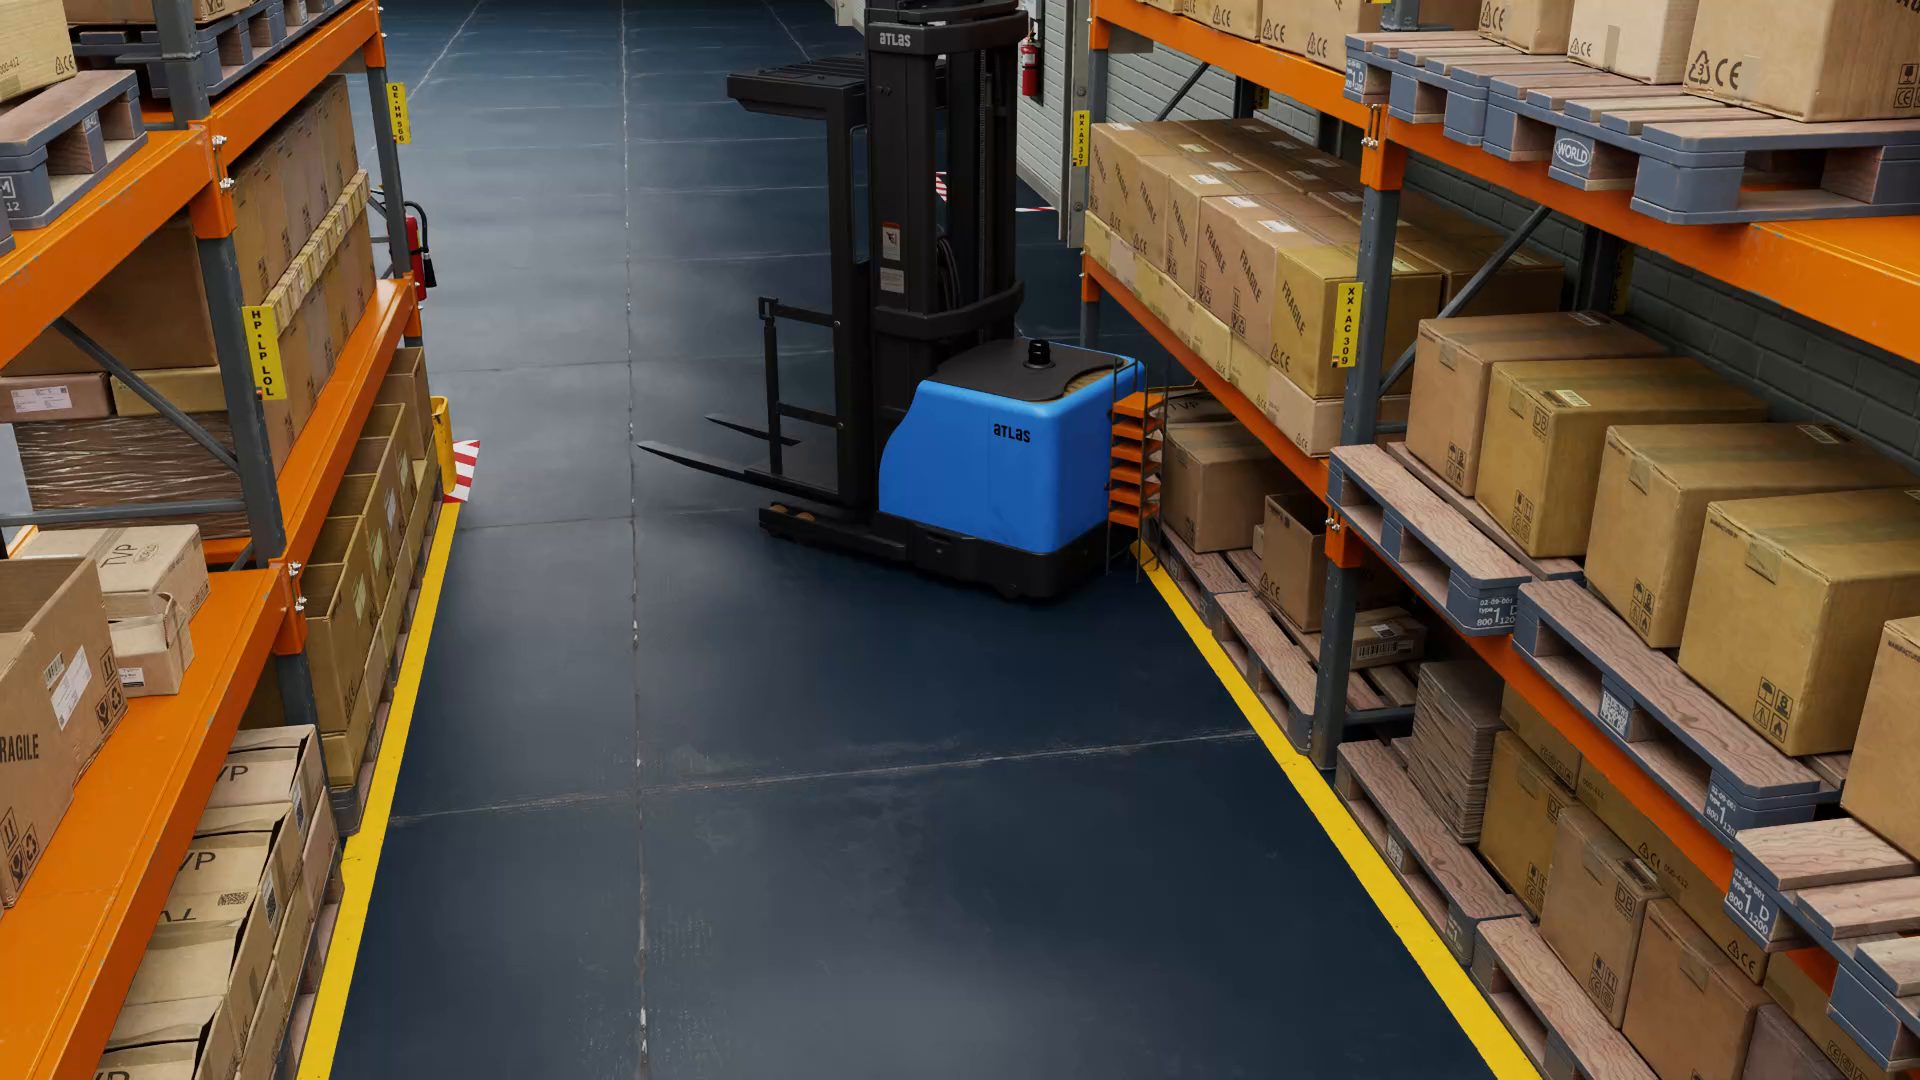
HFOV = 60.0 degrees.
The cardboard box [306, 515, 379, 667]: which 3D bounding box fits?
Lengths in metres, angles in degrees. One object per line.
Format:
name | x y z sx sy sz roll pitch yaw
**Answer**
cardboard box | -2.750 0.234 6.940 0.500 0.500 0.500 -4 24 -10

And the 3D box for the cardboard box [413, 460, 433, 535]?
cardboard box | -3.118 -0.209 8.891 0.500 0.250 0.500 -4 24 -10

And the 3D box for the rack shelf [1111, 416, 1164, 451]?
rack shelf | 0.920 -0.560 8.545 0.180 0.103 0.258 15 28 31

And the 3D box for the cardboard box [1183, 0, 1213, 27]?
cardboard box | 1.356 -2.682 7.746 0.500 0.500 0.500 -3 24 -6

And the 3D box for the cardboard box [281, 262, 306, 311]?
cardboard box | -2.974 -1.058 6.989 0.380 0.149 0.250 -5 24 -11

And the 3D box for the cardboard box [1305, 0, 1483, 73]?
cardboard box | 1.659 -2.067 6.337 0.500 0.500 0.500 -4 24 -8

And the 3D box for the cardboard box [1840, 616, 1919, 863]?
cardboard box | 2.508 0.468 3.756 0.700 0.500 0.500 -7 24 -15

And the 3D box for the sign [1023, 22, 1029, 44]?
sign | 0.706 -5.395 17.809 0.001 0.329 0.234 -4 24 -10

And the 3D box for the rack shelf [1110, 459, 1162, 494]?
rack shelf | 0.920 -0.340 8.641 0.180 0.103 0.258 15 28 31

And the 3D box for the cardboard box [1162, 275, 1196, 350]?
cardboard box | 1.324 -1.151 8.301 0.500 0.250 0.500 -4 24 -9

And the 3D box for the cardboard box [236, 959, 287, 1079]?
cardboard box | -2.324 1.522 4.929 0.500 0.250 0.500 -4 24 -9

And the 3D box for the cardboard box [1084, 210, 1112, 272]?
cardboard box | 1.034 -1.754 9.682 0.500 0.250 0.500 -5 24 -11

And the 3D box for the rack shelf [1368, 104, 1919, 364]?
rack shelf | 2.365 -0.714 4.289 1.077 0.370 4.000 -4 24 -10

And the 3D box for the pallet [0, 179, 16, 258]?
pallet | -2.555 -0.503 3.142 1.003 0.211 1.213 -3 24 -7

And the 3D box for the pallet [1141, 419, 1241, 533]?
pallet | 1.385 -0.400 9.901 1.003 0.211 1.213 -4 24 -10

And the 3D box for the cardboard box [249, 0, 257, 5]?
cardboard box | -2.806 -2.108 5.994 0.500 0.311 0.500 -6 24 -13

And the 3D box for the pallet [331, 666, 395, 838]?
pallet | -2.978 0.874 6.985 1.003 0.211 1.213 -4 24 -10

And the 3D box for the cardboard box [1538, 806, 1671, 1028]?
cardboard box | 2.348 1.179 5.376 0.700 0.500 0.500 -4 24 -9

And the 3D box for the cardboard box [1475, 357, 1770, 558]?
cardboard box | 2.152 -0.280 5.470 0.700 0.500 0.500 -2 24 -4

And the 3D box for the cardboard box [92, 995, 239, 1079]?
cardboard box | -2.234 1.459 4.371 0.500 0.311 0.500 -5 24 -10

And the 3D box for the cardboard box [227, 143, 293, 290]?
cardboard box | -3.147 -1.298 6.729 0.700 0.500 0.500 -4 24 -10

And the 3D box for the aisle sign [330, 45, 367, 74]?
aisle sign | -3.335 -2.900 8.895 0.394 0.787 0.004 -4 24 -10

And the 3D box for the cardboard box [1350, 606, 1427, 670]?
cardboard box | 1.867 0.432 7.502 0.380 0.166 0.250 -8 25 -17

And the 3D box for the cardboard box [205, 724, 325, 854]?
cardboard box | -2.515 0.861 5.742 0.500 0.311 0.500 -4 24 -10

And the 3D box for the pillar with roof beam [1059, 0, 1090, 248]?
pillar with roof beam | -3.105 -6.609 13.139 9.100 9.000 0.400 -4 24 -10

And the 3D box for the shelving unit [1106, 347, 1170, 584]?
shelving unit | 0.920 -0.381 8.623 0.189 1.200 0.258 15 28 31

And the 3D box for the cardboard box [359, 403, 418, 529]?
cardboard box | -3.021 -0.356 8.292 0.500 0.500 0.500 -4 24 -10

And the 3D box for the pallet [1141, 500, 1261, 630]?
pallet | 1.608 0.079 8.805 1.003 0.211 1.213 -4 24 -10

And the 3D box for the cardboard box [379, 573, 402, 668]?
cardboard box | -2.835 0.381 7.541 0.500 0.250 0.500 -4 24 -10

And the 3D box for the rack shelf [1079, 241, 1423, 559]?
rack shelf | 1.626 -0.913 8.492 1.077 0.370 4.000 -4 24 -10

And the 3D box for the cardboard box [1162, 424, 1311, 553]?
cardboard box | 1.487 -0.290 8.740 0.700 0.500 0.500 -6 24 -13

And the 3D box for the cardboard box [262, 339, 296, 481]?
cardboard box | -3.064 -0.515 6.556 0.700 0.500 0.500 -5 24 -10

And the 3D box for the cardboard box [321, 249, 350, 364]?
cardboard box | -3.350 -1.121 7.943 0.700 0.500 0.500 -4 24 -9

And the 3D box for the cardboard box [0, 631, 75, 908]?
cardboard box | -2.556 0.574 4.064 0.500 0.500 0.500 -4 24 -10

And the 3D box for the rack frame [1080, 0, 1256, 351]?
rack frame | 1.256 -2.029 10.149 1.000 3.000 0.127 -4 24 -10

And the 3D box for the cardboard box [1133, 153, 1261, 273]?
cardboard box | 1.220 -1.705 8.631 0.500 0.500 0.500 -5 24 -11

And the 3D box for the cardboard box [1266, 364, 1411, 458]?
cardboard box | 1.610 -0.560 6.948 0.500 0.250 0.500 -4 24 -10

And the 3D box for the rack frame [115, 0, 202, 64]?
rack frame | -2.872 -2.837 4.503 1.000 3.000 0.127 -4 24 -10

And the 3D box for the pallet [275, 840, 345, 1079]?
pallet | -2.697 1.477 5.605 1.003 0.211 1.213 -4 24 -10

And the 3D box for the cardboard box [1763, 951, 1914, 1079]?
cardboard box | 2.507 1.209 4.370 0.500 0.250 0.500 -4 24 -9

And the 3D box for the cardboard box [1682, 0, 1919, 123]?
cardboard box | 2.246 -1.363 4.226 0.500 0.500 0.500 -5 24 -12

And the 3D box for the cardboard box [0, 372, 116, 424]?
cardboard box | -3.133 -0.522 5.763 0.380 0.149 0.250 -4 24 -10

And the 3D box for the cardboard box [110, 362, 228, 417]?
cardboard box | -2.731 -0.551 5.829 0.380 0.149 0.250 -4 24 -10

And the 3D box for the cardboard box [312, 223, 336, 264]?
cardboard box | -3.113 -1.359 7.679 0.380 0.149 0.250 -4 24 -8

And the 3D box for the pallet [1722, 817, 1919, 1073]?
pallet | 2.499 0.933 3.606 1.213 0.211 1.003 -4 24 -10

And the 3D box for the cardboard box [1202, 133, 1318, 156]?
cardboard box | 1.635 -1.945 9.181 0.500 0.500 0.500 -4 24 -9

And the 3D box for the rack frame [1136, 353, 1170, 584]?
rack frame | 0.995 -0.360 8.575 0.006 1.200 0.240 15 28 31

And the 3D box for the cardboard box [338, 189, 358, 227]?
cardboard box | -3.257 -1.665 8.379 0.380 0.149 0.250 -5 24 -11

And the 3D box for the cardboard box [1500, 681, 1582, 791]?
cardboard box | 2.233 0.605 5.753 0.500 0.250 0.500 -5 24 -11

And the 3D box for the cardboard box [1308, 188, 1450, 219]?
cardboard box | 1.935 -1.341 7.798 0.500 0.500 0.500 -4 24 -8

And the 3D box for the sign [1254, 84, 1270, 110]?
sign | 1.805 -2.738 9.930 0.100 0.325 0.005 -4 24 -10

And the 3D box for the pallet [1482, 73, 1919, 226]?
pallet | 2.200 -1.086 4.476 1.213 0.211 1.003 -4 24 -10

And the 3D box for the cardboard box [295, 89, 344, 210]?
cardboard box | -3.426 -1.890 8.084 0.700 0.500 0.500 -5 24 -11

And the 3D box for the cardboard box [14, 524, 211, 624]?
cardboard box | -2.738 0.171 5.298 0.500 0.250 0.500 -3 24 -6

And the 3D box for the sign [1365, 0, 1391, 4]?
sign | 1.464 -2.024 5.744 0.100 0.325 0.005 -4 24 -10

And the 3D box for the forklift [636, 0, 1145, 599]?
forklift | -0.515 -1.484 8.986 3.031 2.935 1.130 15 28 31

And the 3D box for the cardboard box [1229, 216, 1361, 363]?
cardboard box | 1.506 -1.099 7.244 0.500 0.500 0.500 -4 24 -10

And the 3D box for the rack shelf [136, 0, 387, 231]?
rack shelf | -3.242 -1.920 7.049 1.077 0.370 4.000 -4 24 -10
